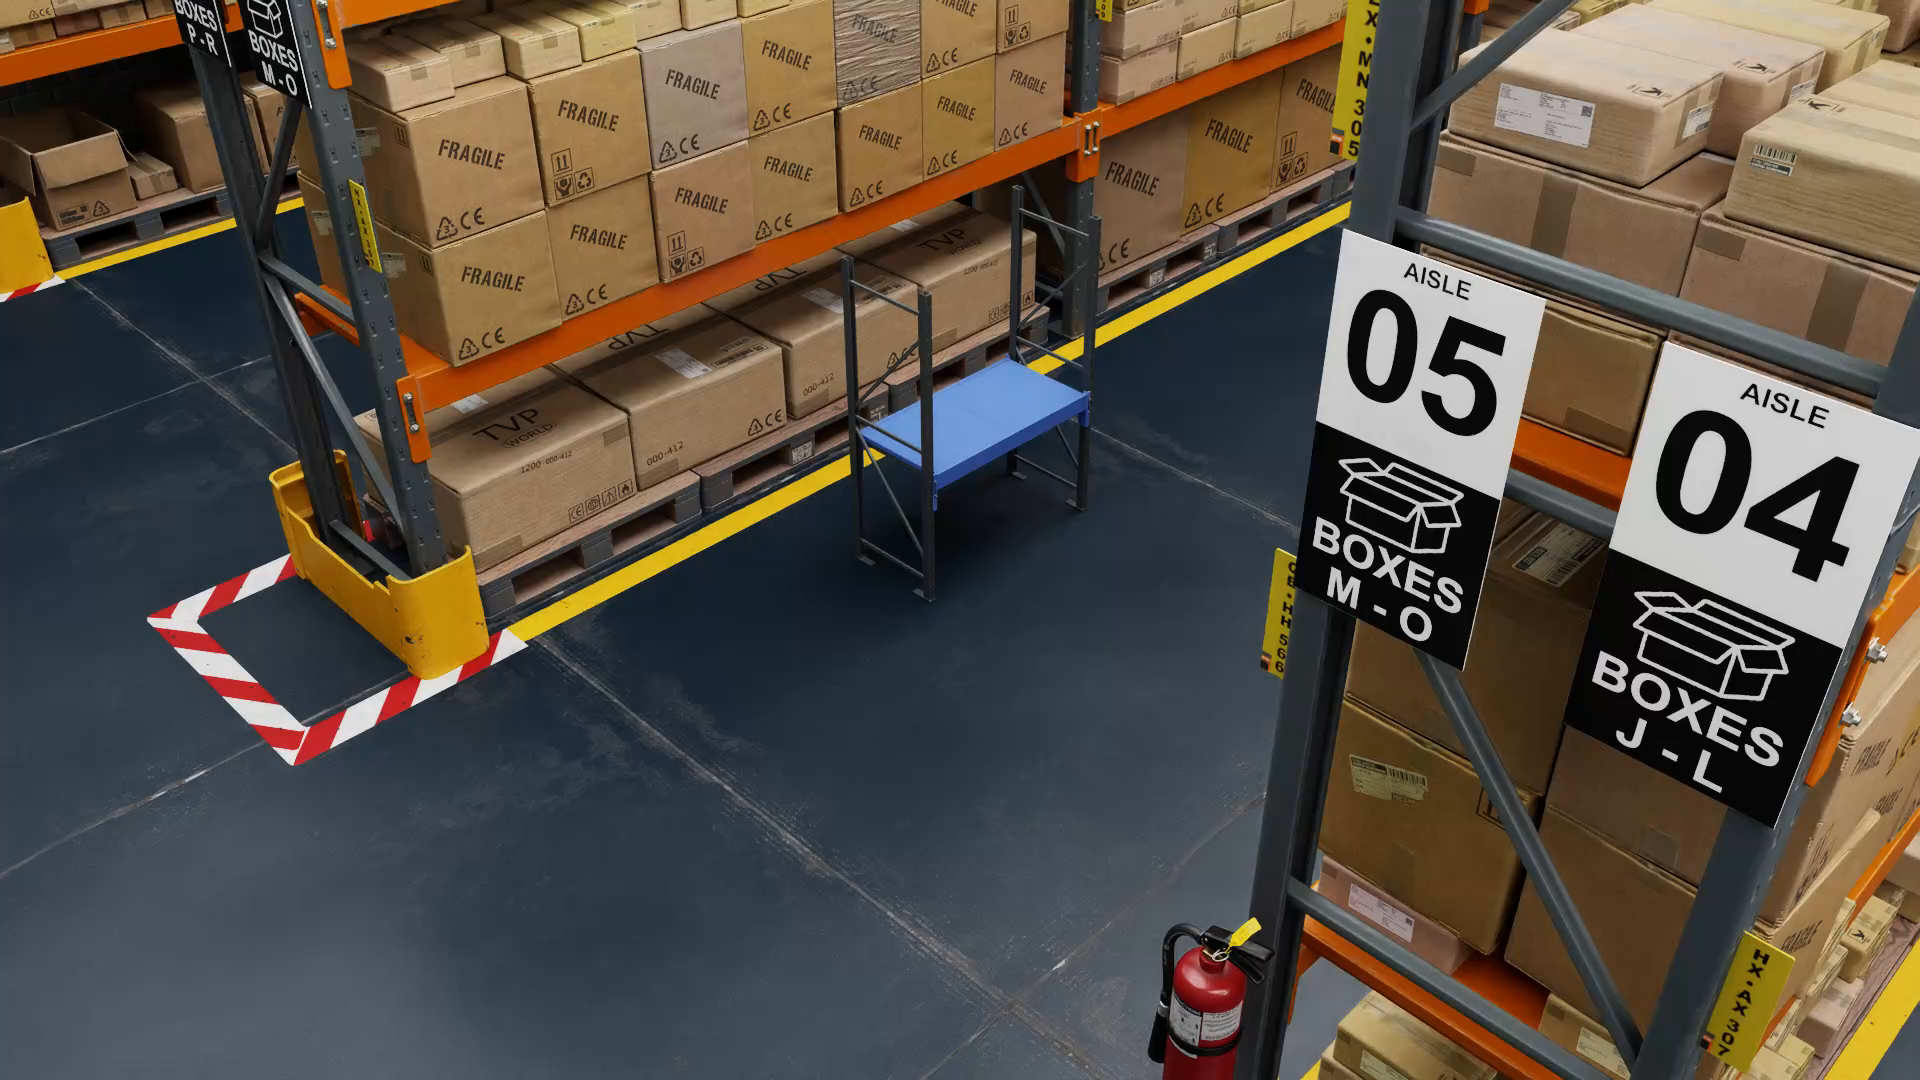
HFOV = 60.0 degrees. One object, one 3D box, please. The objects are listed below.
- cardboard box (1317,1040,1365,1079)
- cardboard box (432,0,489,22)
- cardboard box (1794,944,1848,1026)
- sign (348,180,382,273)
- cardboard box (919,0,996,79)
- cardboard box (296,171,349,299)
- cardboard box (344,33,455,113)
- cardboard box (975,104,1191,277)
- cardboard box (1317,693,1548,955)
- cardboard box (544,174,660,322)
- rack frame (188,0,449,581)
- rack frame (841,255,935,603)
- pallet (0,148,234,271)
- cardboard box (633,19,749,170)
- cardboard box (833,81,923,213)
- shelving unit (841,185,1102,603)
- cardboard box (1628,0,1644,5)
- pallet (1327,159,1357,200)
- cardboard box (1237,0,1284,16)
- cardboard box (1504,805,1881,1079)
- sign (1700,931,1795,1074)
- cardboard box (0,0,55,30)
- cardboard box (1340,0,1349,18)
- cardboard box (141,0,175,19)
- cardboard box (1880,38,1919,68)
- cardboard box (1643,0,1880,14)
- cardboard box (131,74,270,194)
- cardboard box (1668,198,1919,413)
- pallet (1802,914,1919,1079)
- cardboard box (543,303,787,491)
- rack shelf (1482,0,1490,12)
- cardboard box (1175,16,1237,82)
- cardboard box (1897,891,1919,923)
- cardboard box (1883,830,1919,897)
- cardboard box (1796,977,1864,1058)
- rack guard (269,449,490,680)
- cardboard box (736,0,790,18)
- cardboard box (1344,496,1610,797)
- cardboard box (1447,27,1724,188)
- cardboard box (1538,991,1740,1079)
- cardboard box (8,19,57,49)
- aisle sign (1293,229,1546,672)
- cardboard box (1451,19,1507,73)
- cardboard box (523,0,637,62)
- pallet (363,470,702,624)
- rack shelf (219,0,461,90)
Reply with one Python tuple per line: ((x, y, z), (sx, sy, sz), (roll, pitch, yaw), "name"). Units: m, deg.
((1.257, 1.552, 4.767), (0.380, 0.149, 0.250), (28, 44, 34), "cardboard box")
((-2.102, -2.142, 6.671), (0.380, 0.149, 0.250), (29, 44, 35), "cardboard box")
((2.393, 1.230, 4.969), (0.250, 0.149, 0.380), (-28, 44, -34), "cardboard box")
((-2.107, -1.109, 5.892), (0.100, 0.325, 0.005), (30, 45, 35), "sign")
((-0.178, -2.517, 7.775), (0.500, 0.500, 0.500), (29, 44, 35), "cardboard box")
((-2.345, -1.291, 6.891), (0.500, 0.500, 0.500), (-30, 45, -35), "cardboard box")
((-2.050, -1.697, 6.033), (0.250, 0.149, 0.380), (-29, 44, -35), "cardboard box")
((0.702, -2.156, 9.709), (0.875, 0.875, 0.875), (-28, 44, -34), "cardboard box")
((1.221, 0.557, 3.981), (0.500, 0.500, 0.500), (-29, 44, -35), "cardboard box")
((-1.618, -1.284, 6.882), (0.500, 0.500, 0.500), (29, 44, 35), "cardboard box")
((-2.497, -0.947, 6.486), (1.000, 3.000, 0.127), (30, 45, 35), "rack frame")
((-0.298, -0.443, 7.075), (0.500, 1.500, 0.032), (30, 45, 35), "rack frame")
((-5.407, -2.157, 10.659), (1.003, 0.211, 1.213), (30, 45, 35), "pallet")
((-1.240, -1.903, 6.895), (0.500, 0.500, 0.500), (29, 44, 35), "cardboard box")
((-0.526, -1.900, 7.764), (0.500, 0.500, 0.500), (29, 44, 35), "cardboard box")
((0.060, -0.650, 7.371), (0.538, 1.500, 1.048), (30, 45, 35), "shelving unit")
((5.086, -4.406, 13.375), (0.625, 0.372, 0.950), (-27, 43, -33), "cardboard box")
((2.531, -2.761, 11.525), (1.003, 0.211, 1.213), (30, 45, 35), "pallet")
((1.554, -3.197, 9.406), (0.500, 0.250, 0.500), (-29, 44, -35), "cardboard box")
((1.600, 0.773, 3.672), (0.500, 0.500, 0.500), (-28, 43, -34), "cardboard box")
((1.472, 0.870, 3.123), (0.100, 0.325, 0.005), (30, 45, 35), "sign")
((-5.511, -3.082, 9.419), (0.500, 0.250, 0.500), (-30, 45, -35), "cardboard box")
((2.253, -3.412, 10.151), (0.500, 0.250, 0.500), (29, 44, 35), "cardboard box")
((-4.884, -3.297, 10.075), (0.250, 0.149, 0.380), (-29, 44, -35), "cardboard box")
((1.954, -1.072, 3.736), (0.500, 0.250, 0.500), (-29, 44, -35), "cardboard box")
((1.646, -1.100, 3.429), (0.250, 0.149, 0.380), (-29, 44, -35), "cardboard box")
((-4.894, -2.635, 10.724), (0.500, 0.500, 0.700), (-28, 44, -34), "cardboard box")
((1.588, -0.445, 2.837), (0.500, 0.250, 0.500), (-29, 44, -35), "cardboard box")
((2.598, 1.311, 5.685), (1.003, 0.211, 1.213), (30, 45, 35), "pallet")
((-1.464, -0.752, 8.079), (0.875, 0.438, 0.875), (-29, 44, -34), "cardboard box")
((4.549, -4.712, 12.513), (1.077, 0.370, 4.000), (30, 45, 35), "rack shelf")
((1.182, -2.793, 9.263), (0.500, 0.250, 0.500), (28, 44, 34), "cardboard box")
((3.142, 1.097, 5.680), (0.380, 0.149, 0.250), (29, 44, 35), "cardboard box")
((2.973, 0.944, 5.379), (0.380, 0.149, 0.250), (28, 44, 34), "cardboard box")
((2.587, 1.410, 5.232), (0.380, 0.149, 0.250), (27, 43, 33), "cardboard box")
((-2.514, 0.088, 7.187), (1.175, 0.500, 0.348), (30, 45, 35), "rack guard")
((-0.928, -2.310, 6.911), (0.380, 0.149, 0.250), (28, 44, 34), "cardboard box")
((1.233, 0.147, 3.695), (0.500, 0.500, 0.500), (29, 44, 34), "cardboard box")
((1.113, -0.784, 2.976), (0.380, 0.149, 0.250), (29, 44, 35), "cardboard box")
((1.548, 1.110, 3.755), (0.380, 0.149, 0.250), (29, 44, 35), "cardboard box")
((-5.449, -2.988, 9.632), (0.250, 0.149, 0.380), (-29, 44, -35), "cardboard box")
((0.823, -0.151, 3.072), (0.394, 0.787, 0.004), (30, 45, 35), "aisle sign")
((3.545, -3.515, 12.097), (0.950, 0.372, 0.625), (26, 43, 32), "cardboard box")
((-1.479, -2.006, 6.475), (0.380, 0.149, 0.250), (28, 44, 34), "cardboard box")
((-1.989, -0.160, 7.795), (1.003, 0.211, 1.213), (30, 45, 35), "pallet")
((-1.088, -2.695, 6.998), (1.077, 0.370, 4.000), (30, 45, 35), "rack shelf")
